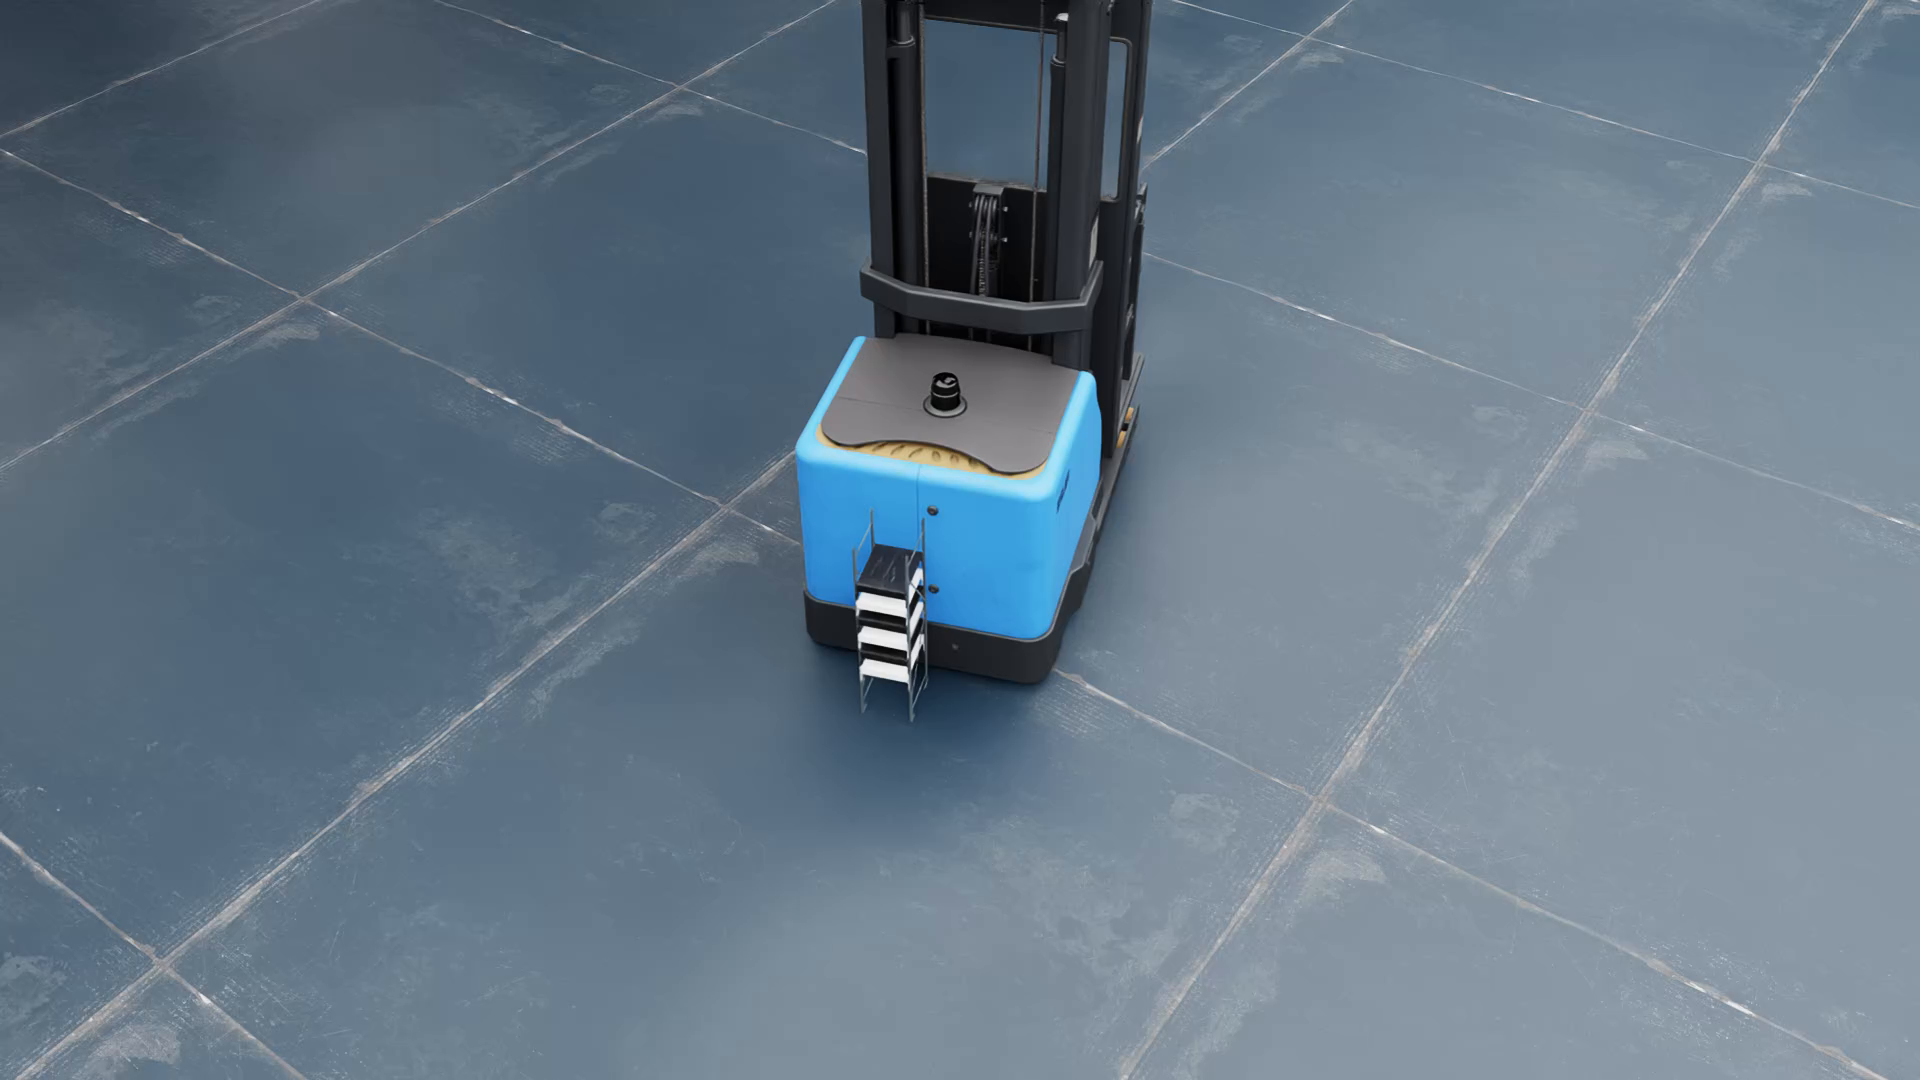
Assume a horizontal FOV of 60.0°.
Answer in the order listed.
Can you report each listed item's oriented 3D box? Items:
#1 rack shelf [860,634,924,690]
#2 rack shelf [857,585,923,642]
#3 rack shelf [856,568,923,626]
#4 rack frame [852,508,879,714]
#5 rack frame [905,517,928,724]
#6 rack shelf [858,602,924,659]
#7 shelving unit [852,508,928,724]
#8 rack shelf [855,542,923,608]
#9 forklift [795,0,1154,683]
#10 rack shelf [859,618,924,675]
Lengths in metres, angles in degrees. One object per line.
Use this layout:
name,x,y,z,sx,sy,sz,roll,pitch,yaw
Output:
rack shelf,-0.264,0.466,6.622,0.200,0.077,0.258,10,43,11
rack shelf,-0.264,0.266,6.441,0.200,0.077,0.258,10,43,11
rack shelf,-0.265,0.199,6.381,0.200,0.077,0.258,10,43,11
rack frame,-0.362,0.290,6.499,0.006,0.900,0.240,10,43,11
rack frame,-0.166,0.326,6.459,0.006,0.900,0.240,10,43,11
rack shelf,-0.264,0.332,6.501,0.200,0.077,0.258,10,43,11
shelving unit,-0.264,0.308,6.479,0.210,0.900,0.258,10,43,11
rack shelf,-0.265,0.132,6.321,0.200,0.077,0.258,10,43,11
forklift,0.238,-1.507,6.985,1.130,2.935,3.031,10,43,11
rack shelf,-0.264,0.399,6.562,0.200,0.077,0.258,10,43,11
